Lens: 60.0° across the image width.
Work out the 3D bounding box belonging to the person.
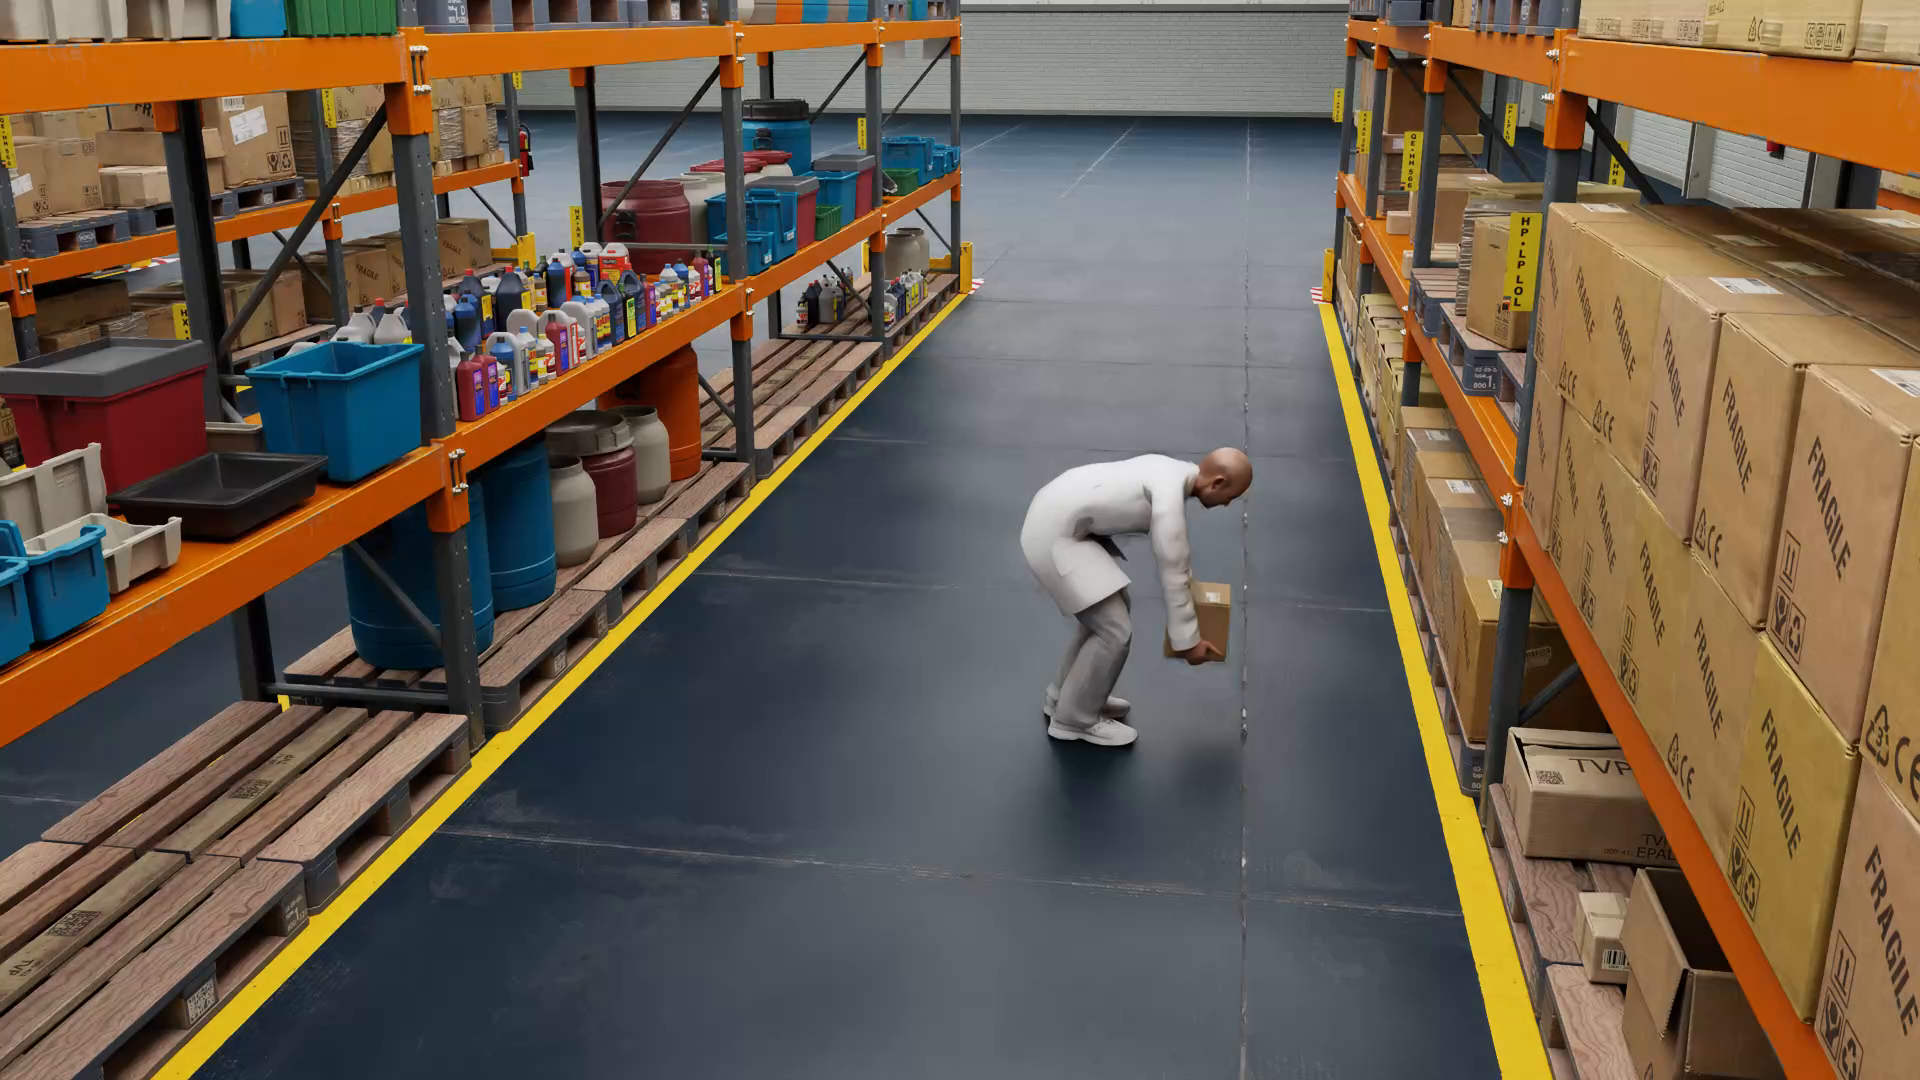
[{"bbox_3d":[0.707,0.212,6.809,0.922,1.233,0.572,2,18,6],"label":"person"}]
